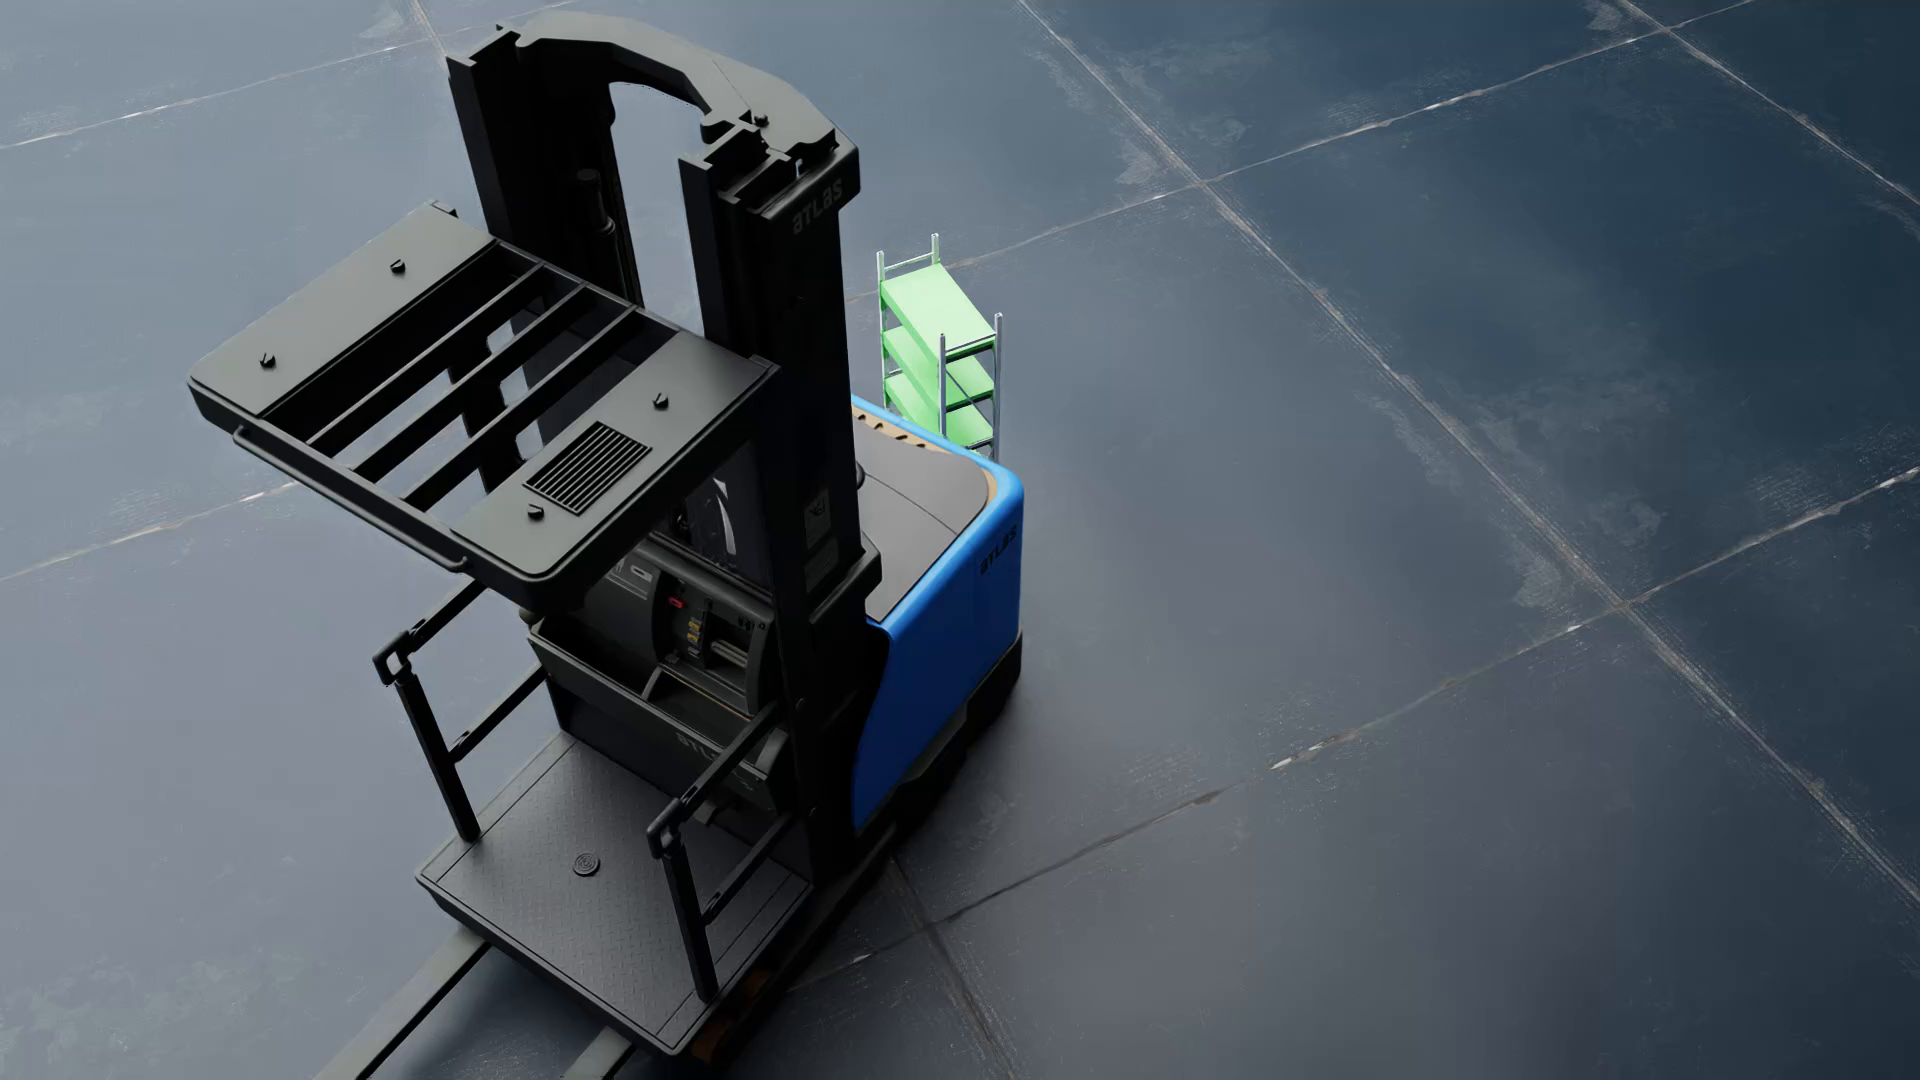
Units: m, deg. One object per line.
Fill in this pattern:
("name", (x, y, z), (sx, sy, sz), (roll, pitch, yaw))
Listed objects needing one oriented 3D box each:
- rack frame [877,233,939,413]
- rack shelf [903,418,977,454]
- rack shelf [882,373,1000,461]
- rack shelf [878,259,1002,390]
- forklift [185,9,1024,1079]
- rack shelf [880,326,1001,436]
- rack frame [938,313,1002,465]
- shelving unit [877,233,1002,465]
("rack frame", (-0.187, -0.669, 6.431), (0.240, 1.200, 0.015), (-21, 52, -18))
("rack shelf", (-0.076, -0.306, 6.517), (0.258, 0.148, 0.480), (-21, 52, -18))
("rack shelf", (-0.076, -0.464, 6.336), (0.258, 0.148, 0.480), (-21, 52, -18))
("rack shelf", (-0.076, -0.780, 5.975), (0.258, 0.148, 0.480), (-21, 52, -18))
("forklift", (-1.015, 0.257, 4.471), (1.130, 2.935, 3.031), (27, 54, 22))
("rack shelf", (-0.076, -0.622, 6.155), (0.258, 0.148, 0.480), (-21, 52, -18))
("rack frame", (0.036, -0.342, 6.145), (0.240, 1.200, 0.015), (-21, 52, -18))
("shelving unit", (-0.076, -0.506, 6.288), (0.258, 1.200, 0.503), (-21, 52, -18))
